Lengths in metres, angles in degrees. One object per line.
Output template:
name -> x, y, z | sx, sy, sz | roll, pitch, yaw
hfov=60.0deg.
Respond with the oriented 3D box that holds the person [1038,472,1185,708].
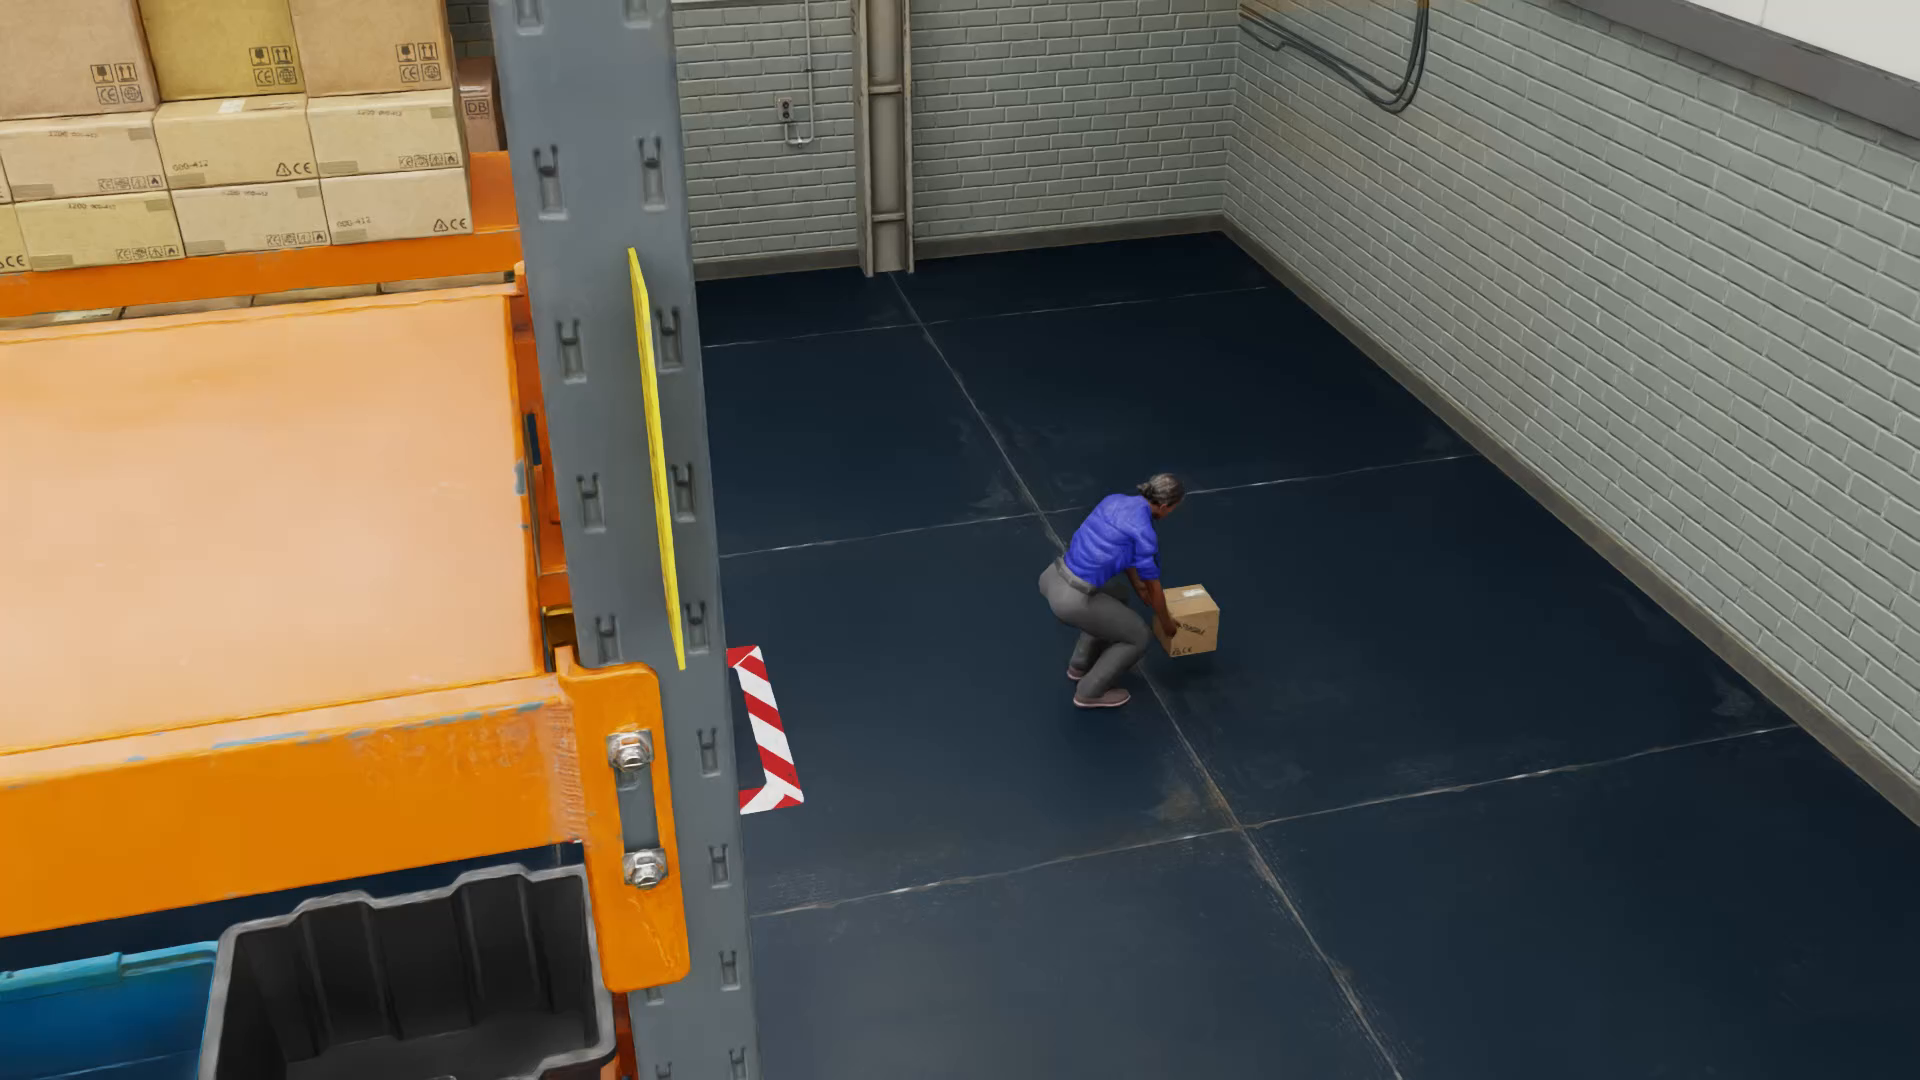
person -> 0.740, 0.233, 8.230 | 0.726, 1.168, 0.501 | -8, 31, -13
